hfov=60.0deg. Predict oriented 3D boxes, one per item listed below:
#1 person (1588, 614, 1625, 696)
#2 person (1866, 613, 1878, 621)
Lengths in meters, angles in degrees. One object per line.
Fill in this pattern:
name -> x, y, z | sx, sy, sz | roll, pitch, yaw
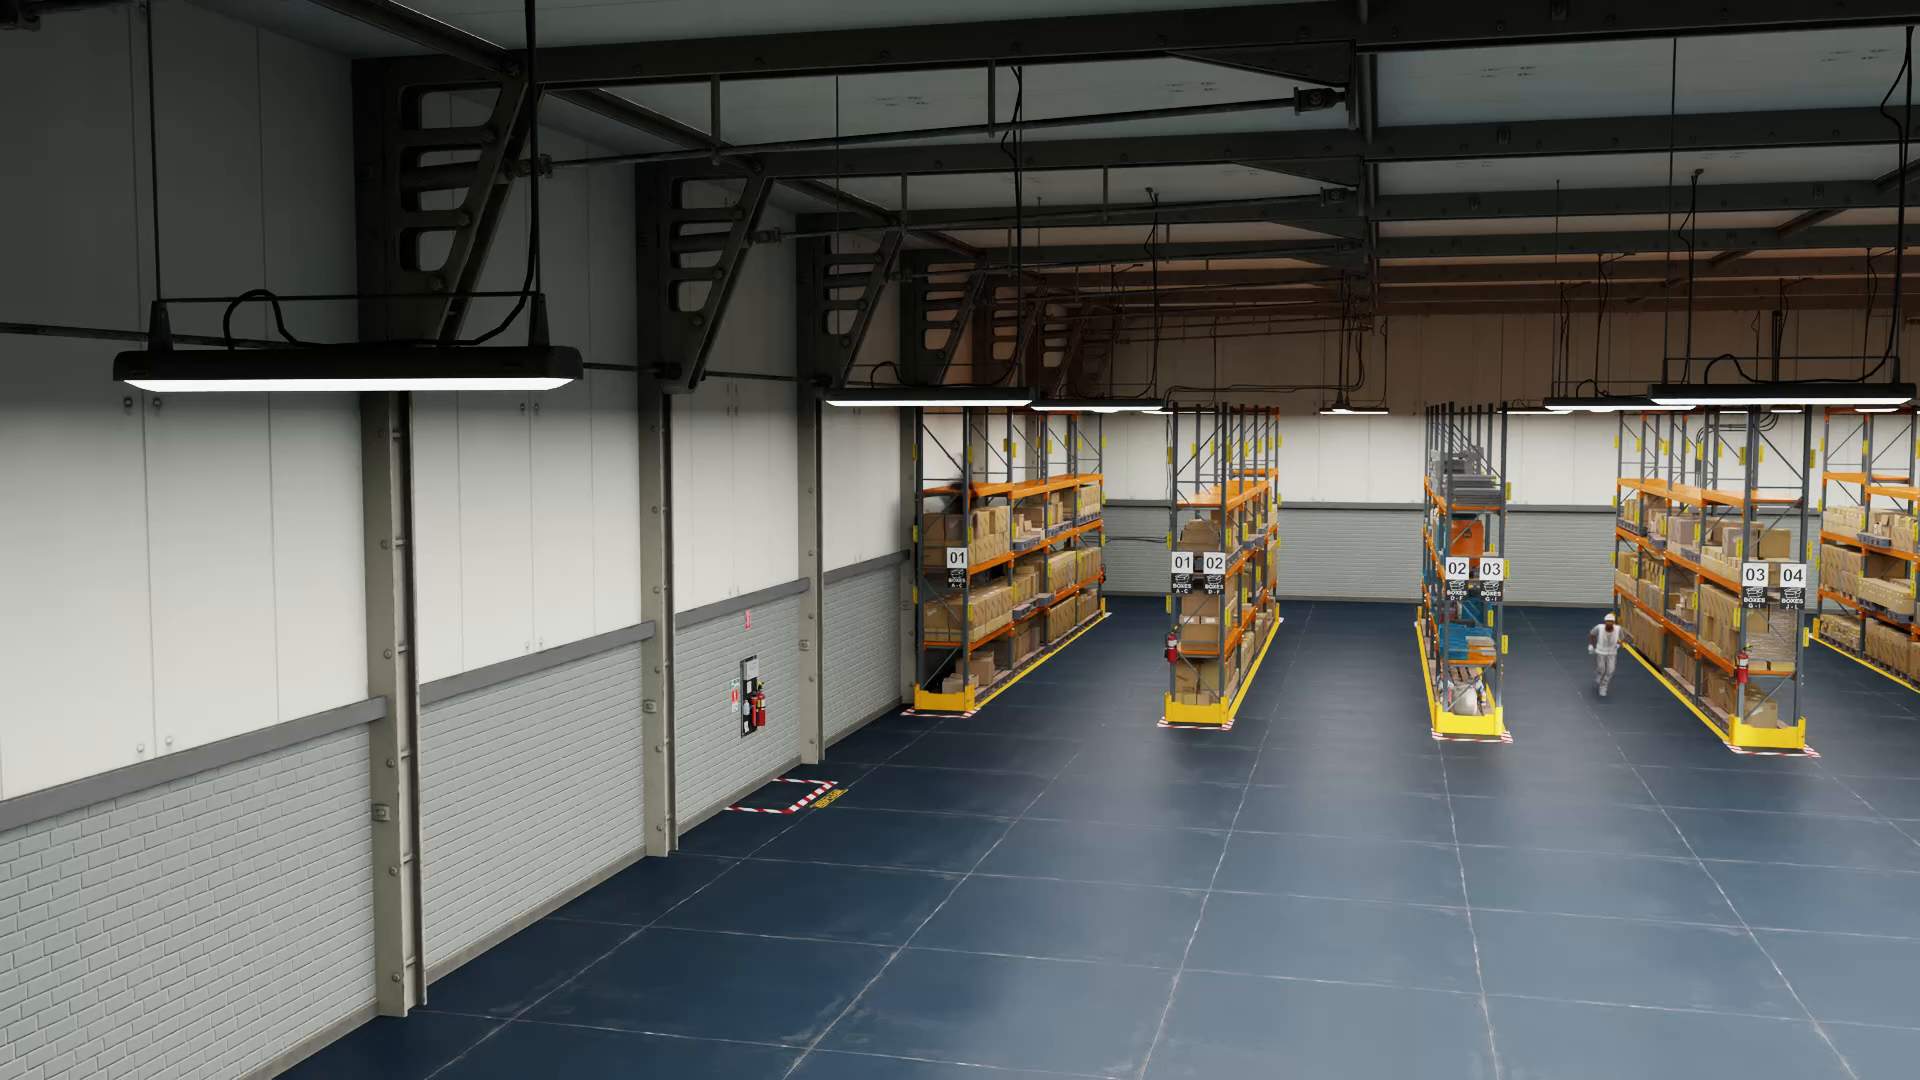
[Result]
person -> 13.325, 2.356, 34.276 | 0.663, 1.706, 0.760 | 0, 4, 5
person -> 23.879, 1.710, 43.643 | 0.664, 1.675, 0.617 | 2, 5, 30
